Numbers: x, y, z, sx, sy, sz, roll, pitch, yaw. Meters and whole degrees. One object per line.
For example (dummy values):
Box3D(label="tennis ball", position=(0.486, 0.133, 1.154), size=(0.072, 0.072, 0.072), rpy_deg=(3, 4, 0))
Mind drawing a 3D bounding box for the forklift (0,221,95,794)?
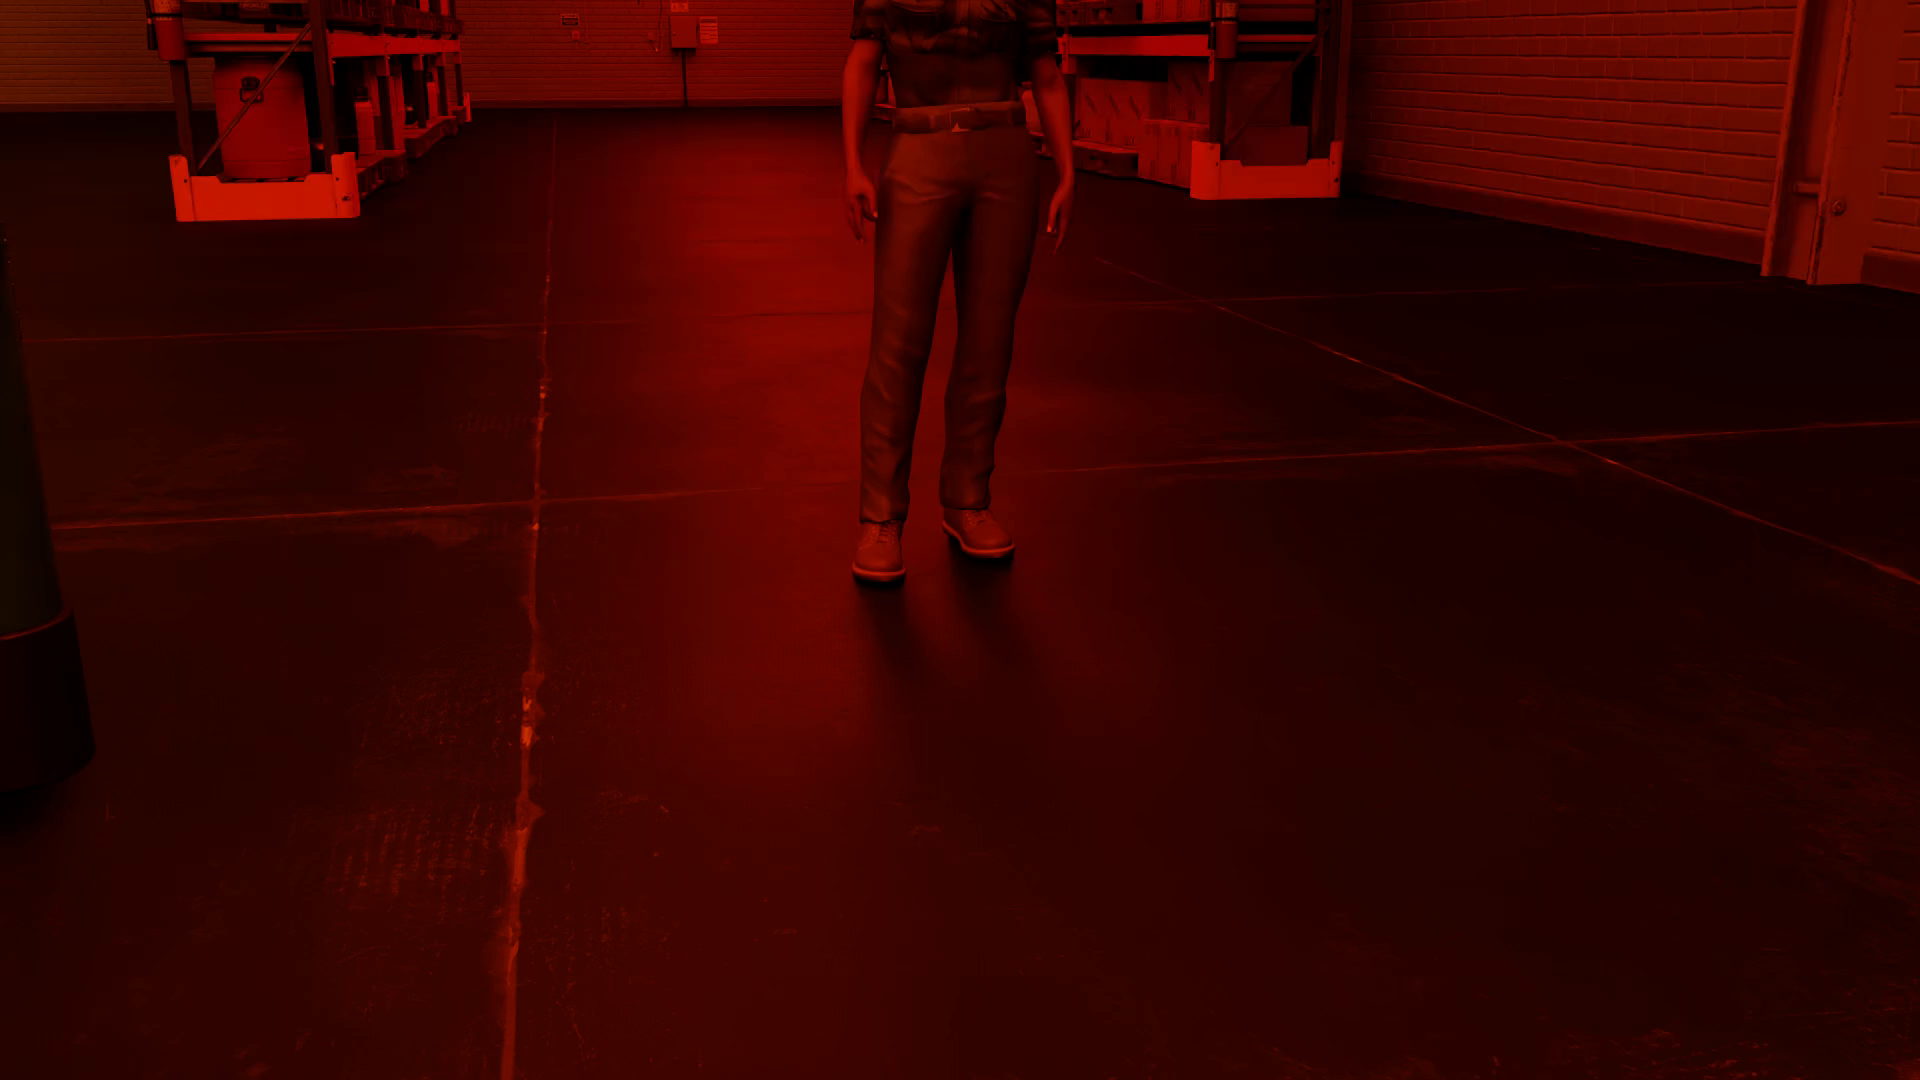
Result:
Box3D(label="forklift", position=(-2.848, -0.847, 1.718), size=(3.031, 2.935, 1.130), rpy_deg=(-12, 20, -34))

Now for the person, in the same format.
Box3D(label="person", position=(0.000, -0.766, 3.695), size=(0.569, 1.637, 0.504), rpy_deg=(-4, 17, -12))
